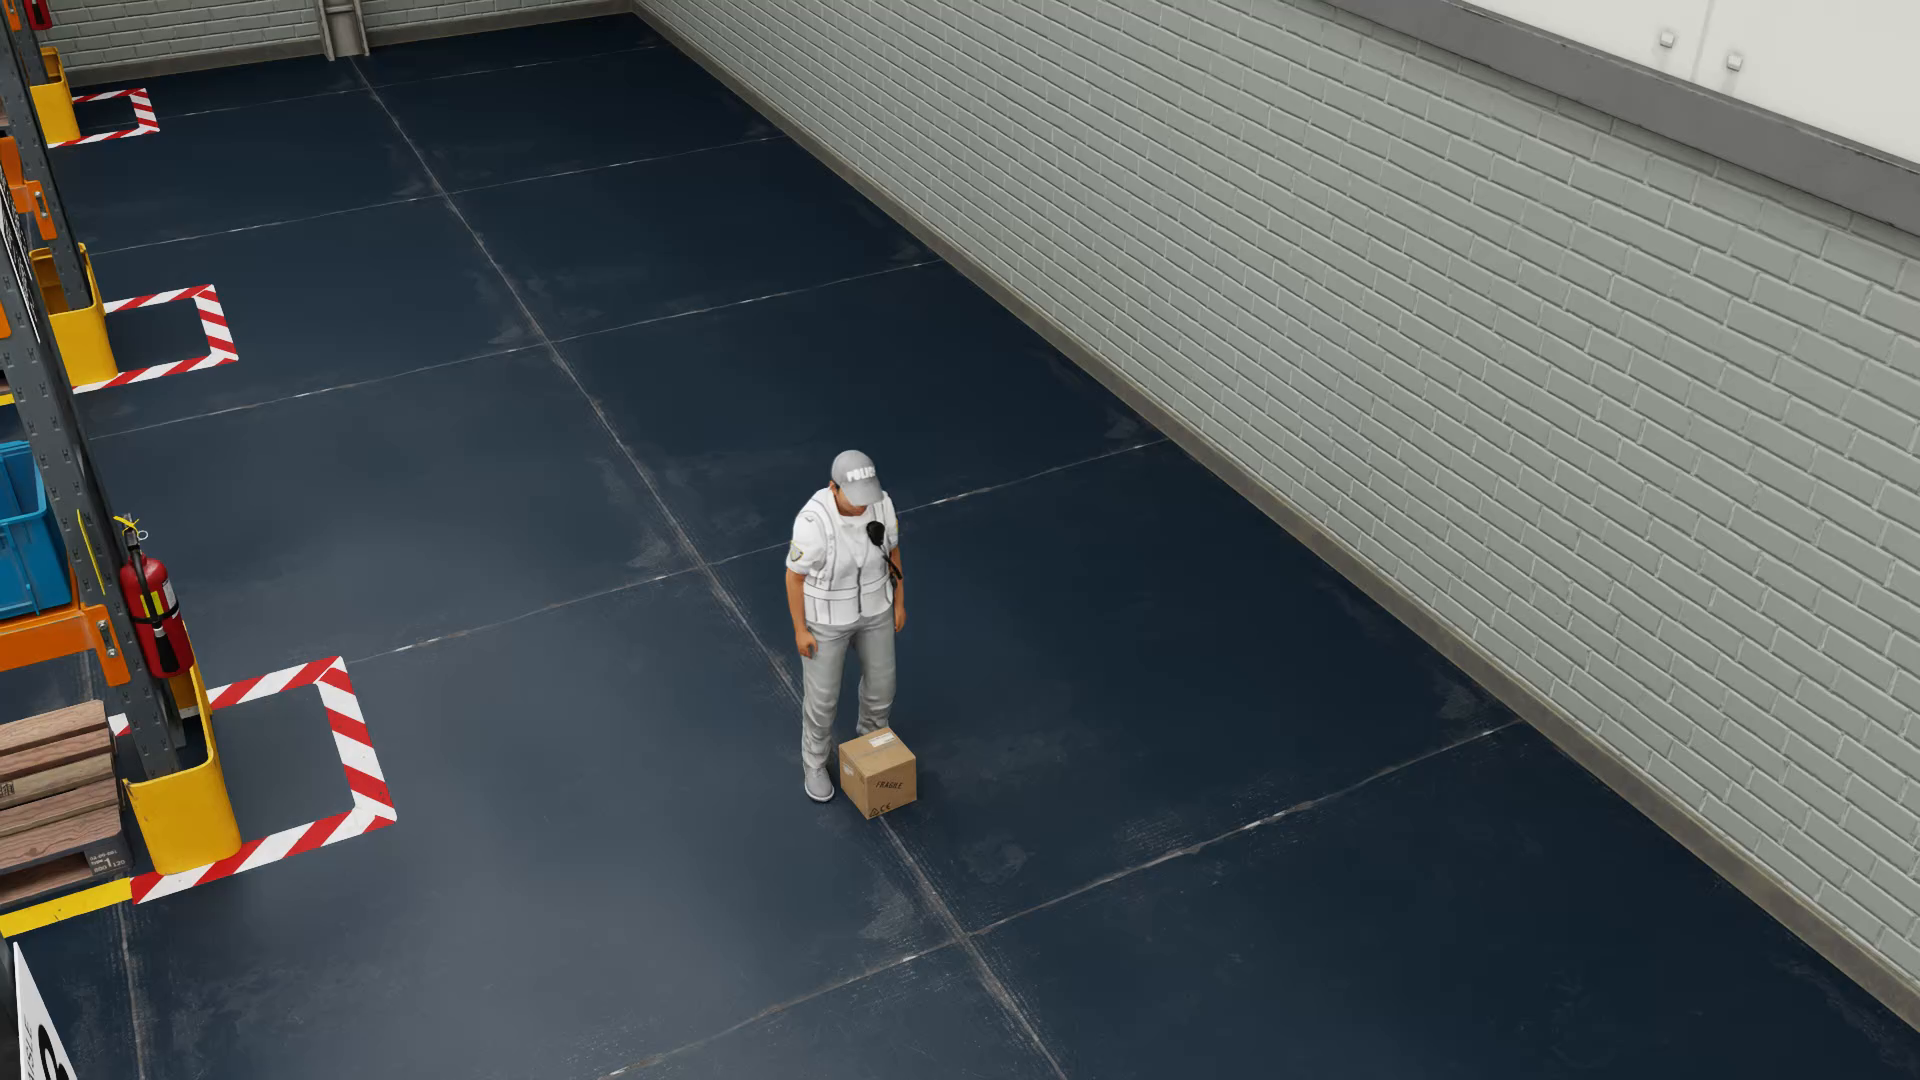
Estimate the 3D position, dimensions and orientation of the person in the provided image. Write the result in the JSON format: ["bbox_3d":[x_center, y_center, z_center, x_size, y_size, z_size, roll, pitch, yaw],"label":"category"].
[{"bbox_3d":[-0.473,0.336,7.092,0.541,1.666,0.454,-16,37,-23],"label":"person"}]
